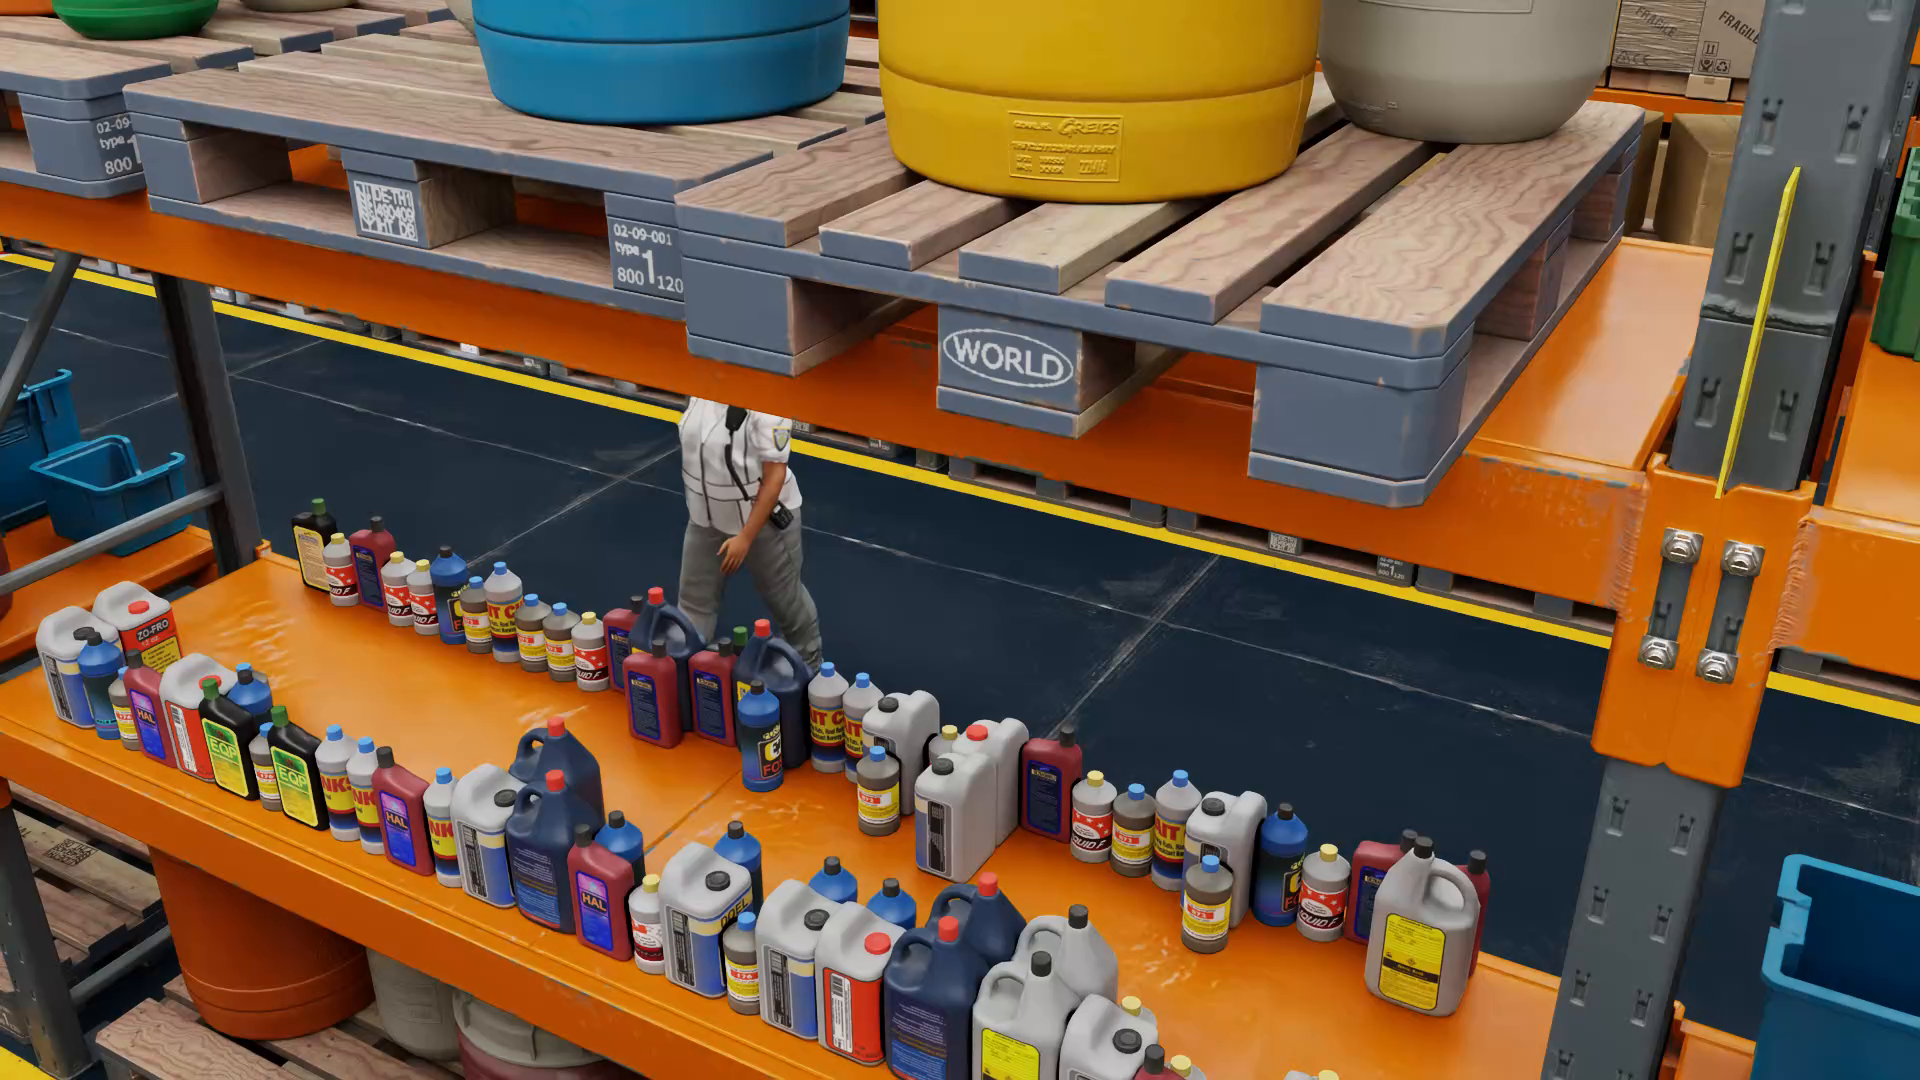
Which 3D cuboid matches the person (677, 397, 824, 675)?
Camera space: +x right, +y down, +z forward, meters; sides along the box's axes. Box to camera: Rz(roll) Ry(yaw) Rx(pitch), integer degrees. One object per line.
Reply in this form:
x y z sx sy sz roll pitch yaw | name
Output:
-0.882 -0.047 6.186 0.484 1.625 0.922 17 32 31 | person
